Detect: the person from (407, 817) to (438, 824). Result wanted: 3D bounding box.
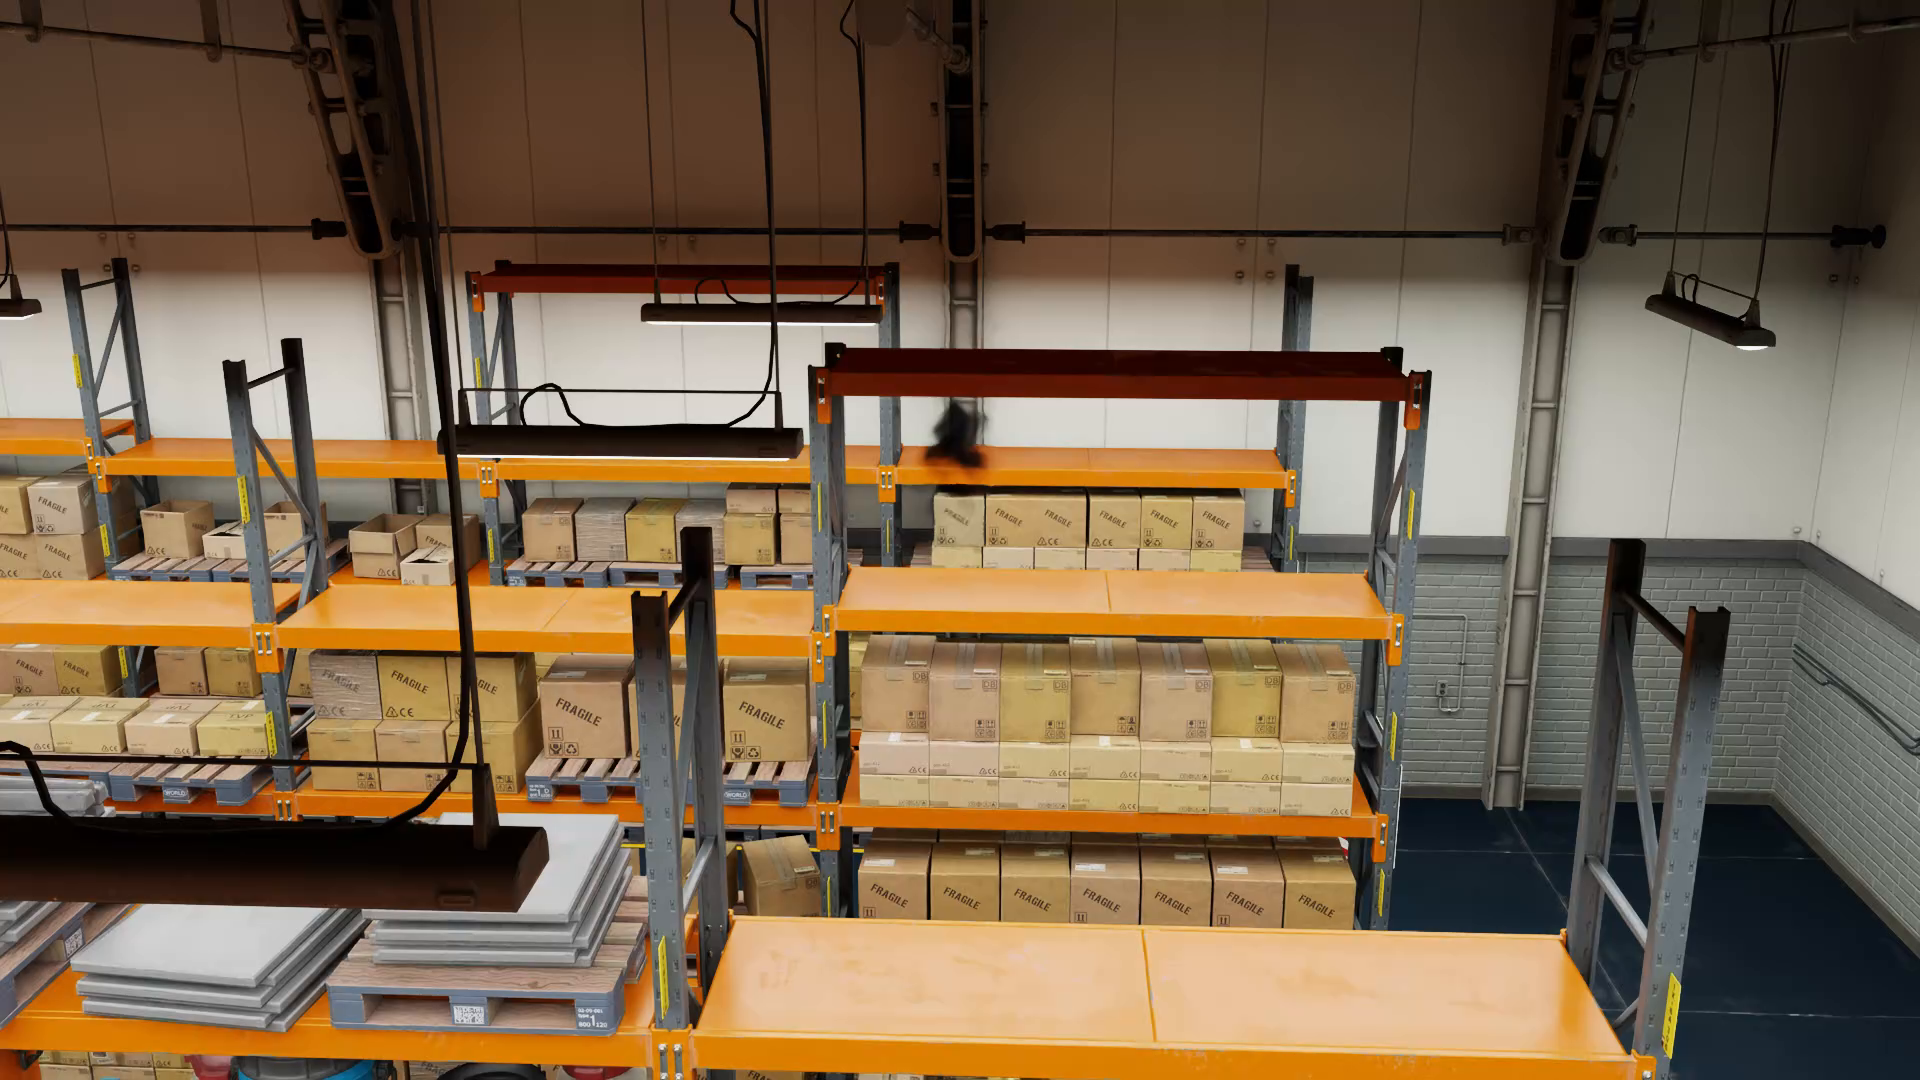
[{"bbox_3d":[-4.771,3.104,14.830,0.496,1.587,0.555,3,16,9],"label":"person"}]
